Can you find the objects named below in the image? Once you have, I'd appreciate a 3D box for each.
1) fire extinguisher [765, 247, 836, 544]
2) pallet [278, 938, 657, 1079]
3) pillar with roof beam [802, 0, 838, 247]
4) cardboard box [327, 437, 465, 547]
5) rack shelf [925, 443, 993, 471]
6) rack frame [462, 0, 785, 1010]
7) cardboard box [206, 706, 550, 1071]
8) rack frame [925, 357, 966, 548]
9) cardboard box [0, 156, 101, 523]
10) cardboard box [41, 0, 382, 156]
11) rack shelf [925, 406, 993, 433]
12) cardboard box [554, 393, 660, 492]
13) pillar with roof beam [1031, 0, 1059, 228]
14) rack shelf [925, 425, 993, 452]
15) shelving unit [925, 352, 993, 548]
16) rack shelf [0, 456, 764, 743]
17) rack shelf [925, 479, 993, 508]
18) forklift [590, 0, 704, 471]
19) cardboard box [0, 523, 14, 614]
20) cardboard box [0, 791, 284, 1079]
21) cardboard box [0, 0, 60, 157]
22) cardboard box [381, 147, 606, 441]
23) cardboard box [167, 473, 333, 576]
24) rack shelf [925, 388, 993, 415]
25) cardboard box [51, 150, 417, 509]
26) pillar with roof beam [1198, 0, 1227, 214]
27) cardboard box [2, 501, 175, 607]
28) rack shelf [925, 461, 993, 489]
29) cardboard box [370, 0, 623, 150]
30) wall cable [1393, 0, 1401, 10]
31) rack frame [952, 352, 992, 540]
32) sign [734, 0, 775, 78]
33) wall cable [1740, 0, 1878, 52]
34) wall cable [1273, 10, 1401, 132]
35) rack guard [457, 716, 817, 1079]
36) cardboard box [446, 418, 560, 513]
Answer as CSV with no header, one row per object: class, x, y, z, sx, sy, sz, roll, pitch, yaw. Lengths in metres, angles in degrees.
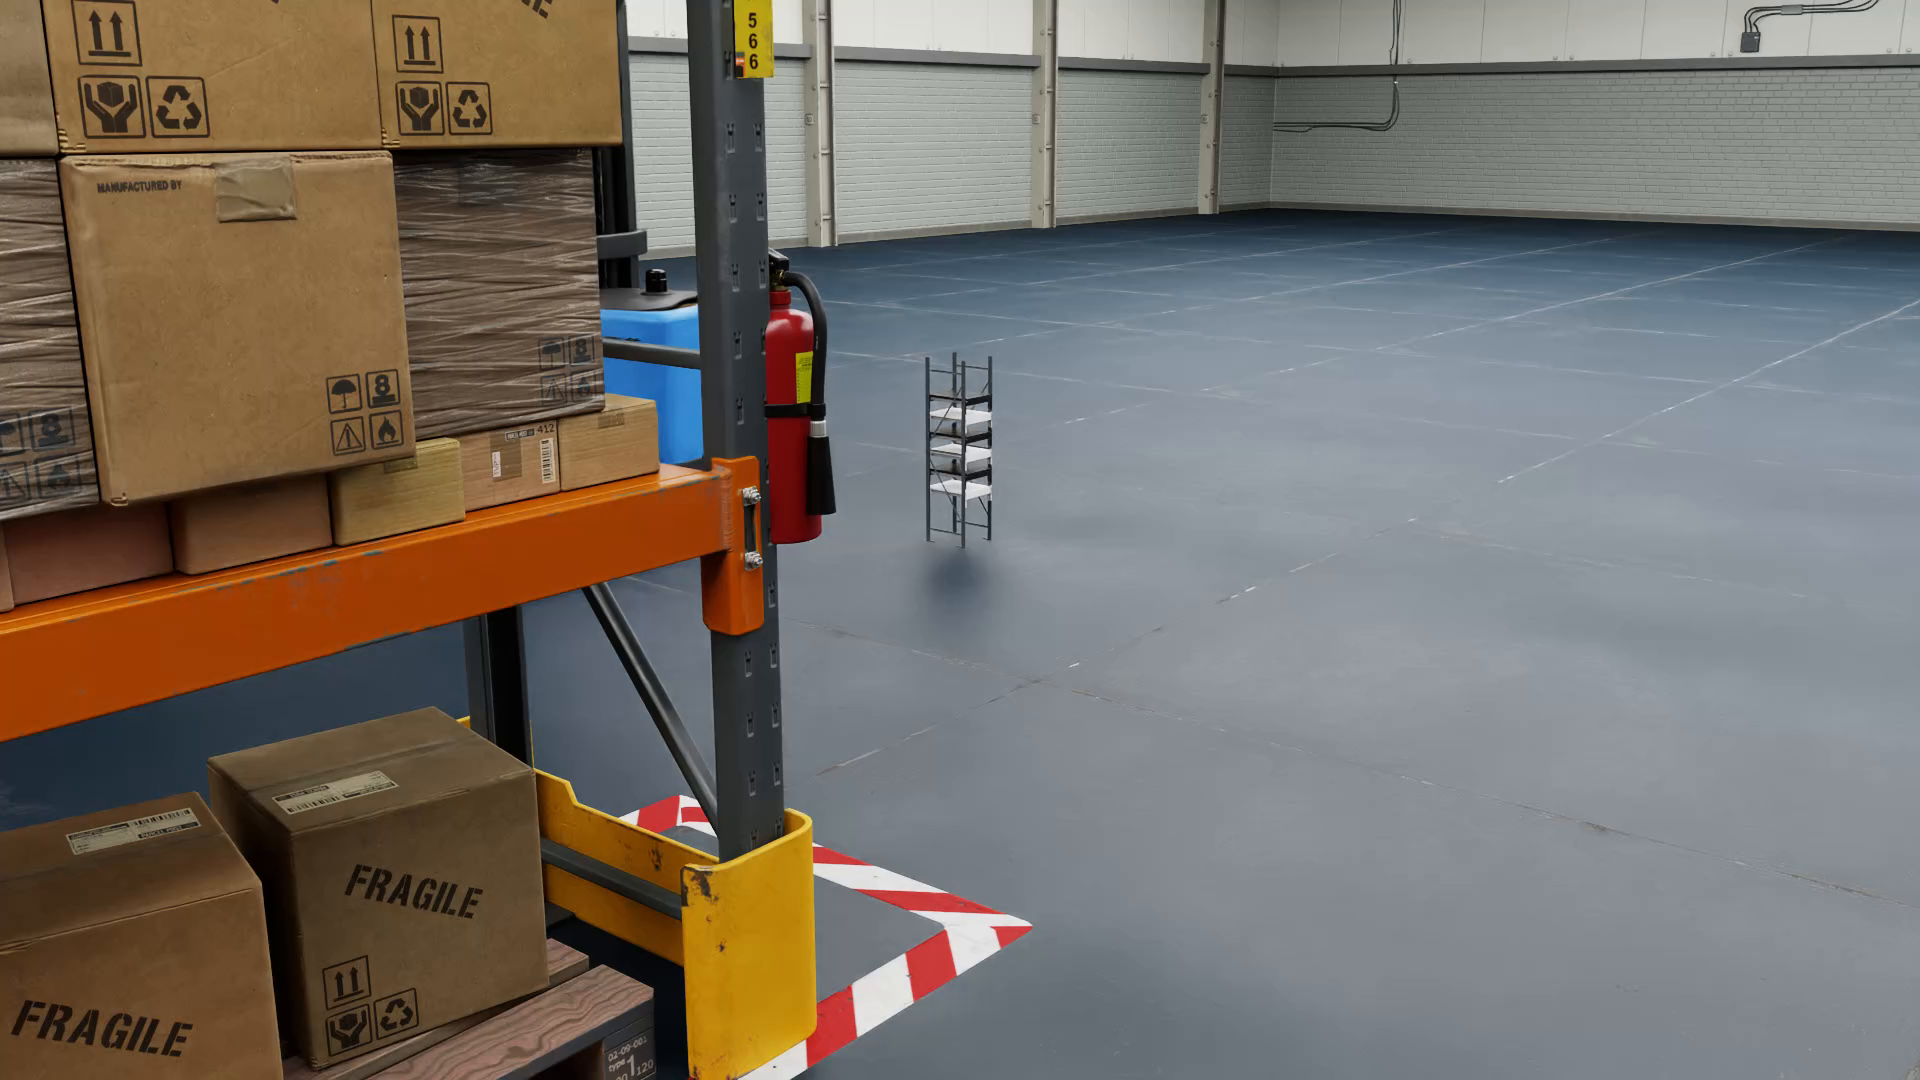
fire extinguisher,-0.383,-0.336,3.511,0.296,0.674,0.183,11,18,38
pallet,-1.399,1.093,3.391,1.003,0.211,1.213,11,18,38
pillar with roof beam,1.139,-8.419,22.986,9.100,9.000,0.400,11,18,38
cardboard box,-1.107,-0.111,2.978,0.380,0.149,0.250,11,18,38
rack shelf,-0.005,-0.402,8.014,0.258,0.077,0.200,11,18,38
rack frame,-0.813,-0.423,3.696,1.000,3.000,0.127,11,18,38
cardboard box,-1.219,0.702,3.491,0.500,0.500,0.500,-12,18,-39
rack frame,-0.069,-0.415,7.929,0.240,0.900,0.006,11,18,38
cardboard box,-1.749,-0.311,2.448,0.875,0.500,0.500,11,18,38
cardboard box,-1.277,-0.860,2.578,0.500,0.500,0.500,11,18,38
rack shelf,-0.005,-0.577,7.970,0.258,0.077,0.200,11,18,38
cardboard box,-0.832,-0.215,3.386,0.380,0.149,0.250,11,18,38
pillar with roof beam,4.910,-9.568,27.509,9.100,9.000,0.400,11,18,38
rack shelf,-0.005,-0.490,7.992,0.258,0.077,0.200,11,18,38
shelving unit,-0.005,-0.435,8.006,0.258,0.900,0.210,11,18,38
rack shelf,-2.070,0.309,2.277,1.077,0.370,4.000,11,18,38
rack shelf,-0.005,-0.228,8.059,0.258,0.077,0.200,11,18,38
forklift,-2.585,-1.751,9.065,3.031,2.935,1.130,7,16,25
cardboard box,-1.605,0.027,2.434,0.380,0.149,0.250,11,18,38
cardboard box,-1.568,0.822,3.020,0.500,0.500,0.500,-10,17,-35
cardboard box,-1.593,-0.765,2.203,0.500,0.500,0.500,11,18,38
cardboard box,-1.180,-0.515,3.249,0.875,0.500,0.500,11,18,38
cardboard box,-1.276,-0.066,2.799,0.380,0.149,0.250,11,18,38
rack shelf,-0.005,-0.664,7.948,0.258,0.077,0.200,11,18,38
cardboard box,-1.401,-0.400,2.799,0.875,0.500,0.500,11,18,38
pillar with roof beam,8.681,-10.717,32.032,9.100,9.000,0.400,11,18,38
cardboard box,-1.465,-0.024,2.636,0.380,0.149,0.250,11,18,38
rack shelf,-0.005,-0.315,8.036,0.258,0.077,0.200,11,18,38
cardboard box,-0.967,-0.957,2.959,0.500,0.500,0.500,11,18,38
wall cable,10.317,-12.267,34.183,3.097,2.526,0.112,11,18,38
rack frame,0.059,-0.454,8.083,0.240,0.900,0.006,11,18,38
sign,-0.394,-1.048,3.161,0.100,0.325,0.005,11,18,38
wall cable,15.586,-11.919,29.856,2.305,6.003,0.169,11,18,38
wall cable,8.212,-10.238,36.452,3.097,2.526,0.112,11,18,38
rack guard,-0.861,0.803,3.946,1.175,0.500,0.348,11,18,38
cardboard box,-0.989,-0.167,3.198,0.380,0.149,0.250,11,18,38
